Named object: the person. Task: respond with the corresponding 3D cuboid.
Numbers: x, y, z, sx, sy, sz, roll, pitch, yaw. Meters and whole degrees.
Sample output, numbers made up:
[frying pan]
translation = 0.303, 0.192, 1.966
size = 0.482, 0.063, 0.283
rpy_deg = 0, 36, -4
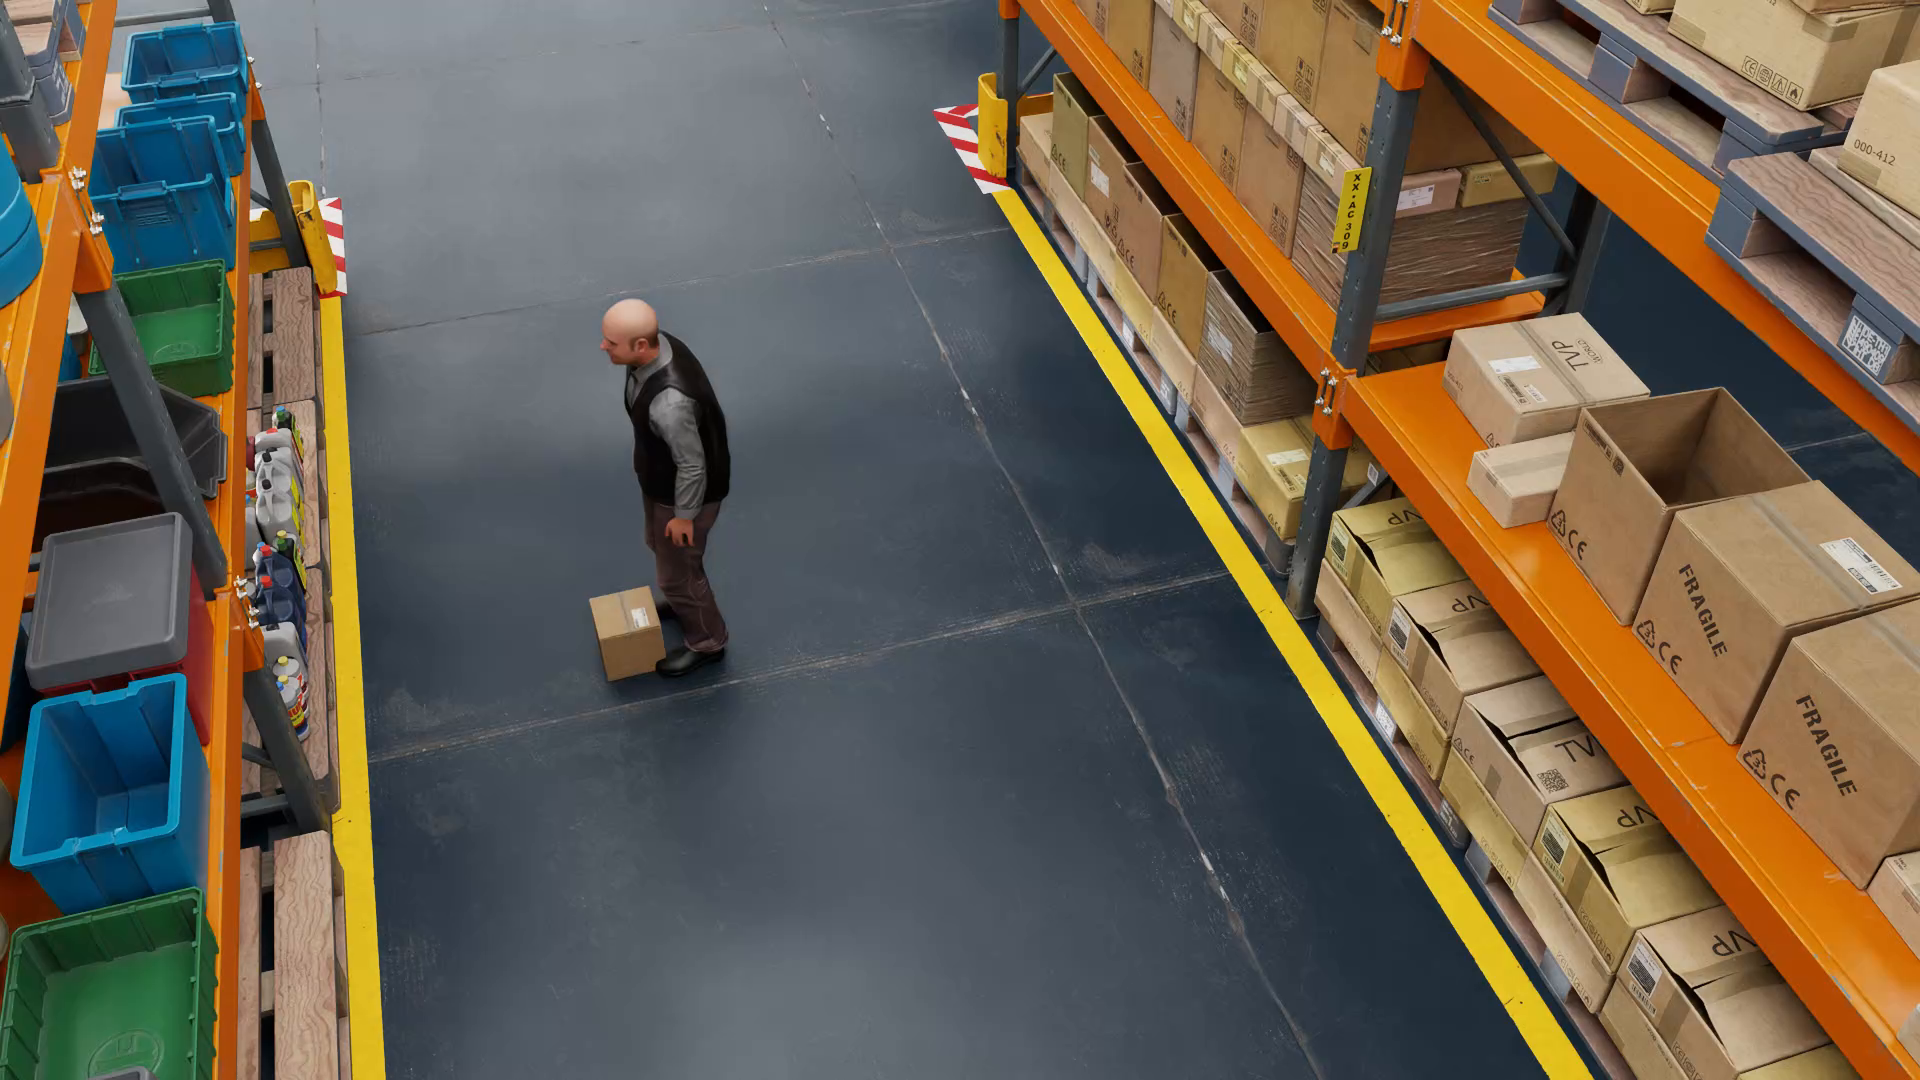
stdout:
[person]
translation = -1.098, -0.221, 6.425
size = 0.427, 1.719, 0.581
rpy_deg = -14, 44, -15
